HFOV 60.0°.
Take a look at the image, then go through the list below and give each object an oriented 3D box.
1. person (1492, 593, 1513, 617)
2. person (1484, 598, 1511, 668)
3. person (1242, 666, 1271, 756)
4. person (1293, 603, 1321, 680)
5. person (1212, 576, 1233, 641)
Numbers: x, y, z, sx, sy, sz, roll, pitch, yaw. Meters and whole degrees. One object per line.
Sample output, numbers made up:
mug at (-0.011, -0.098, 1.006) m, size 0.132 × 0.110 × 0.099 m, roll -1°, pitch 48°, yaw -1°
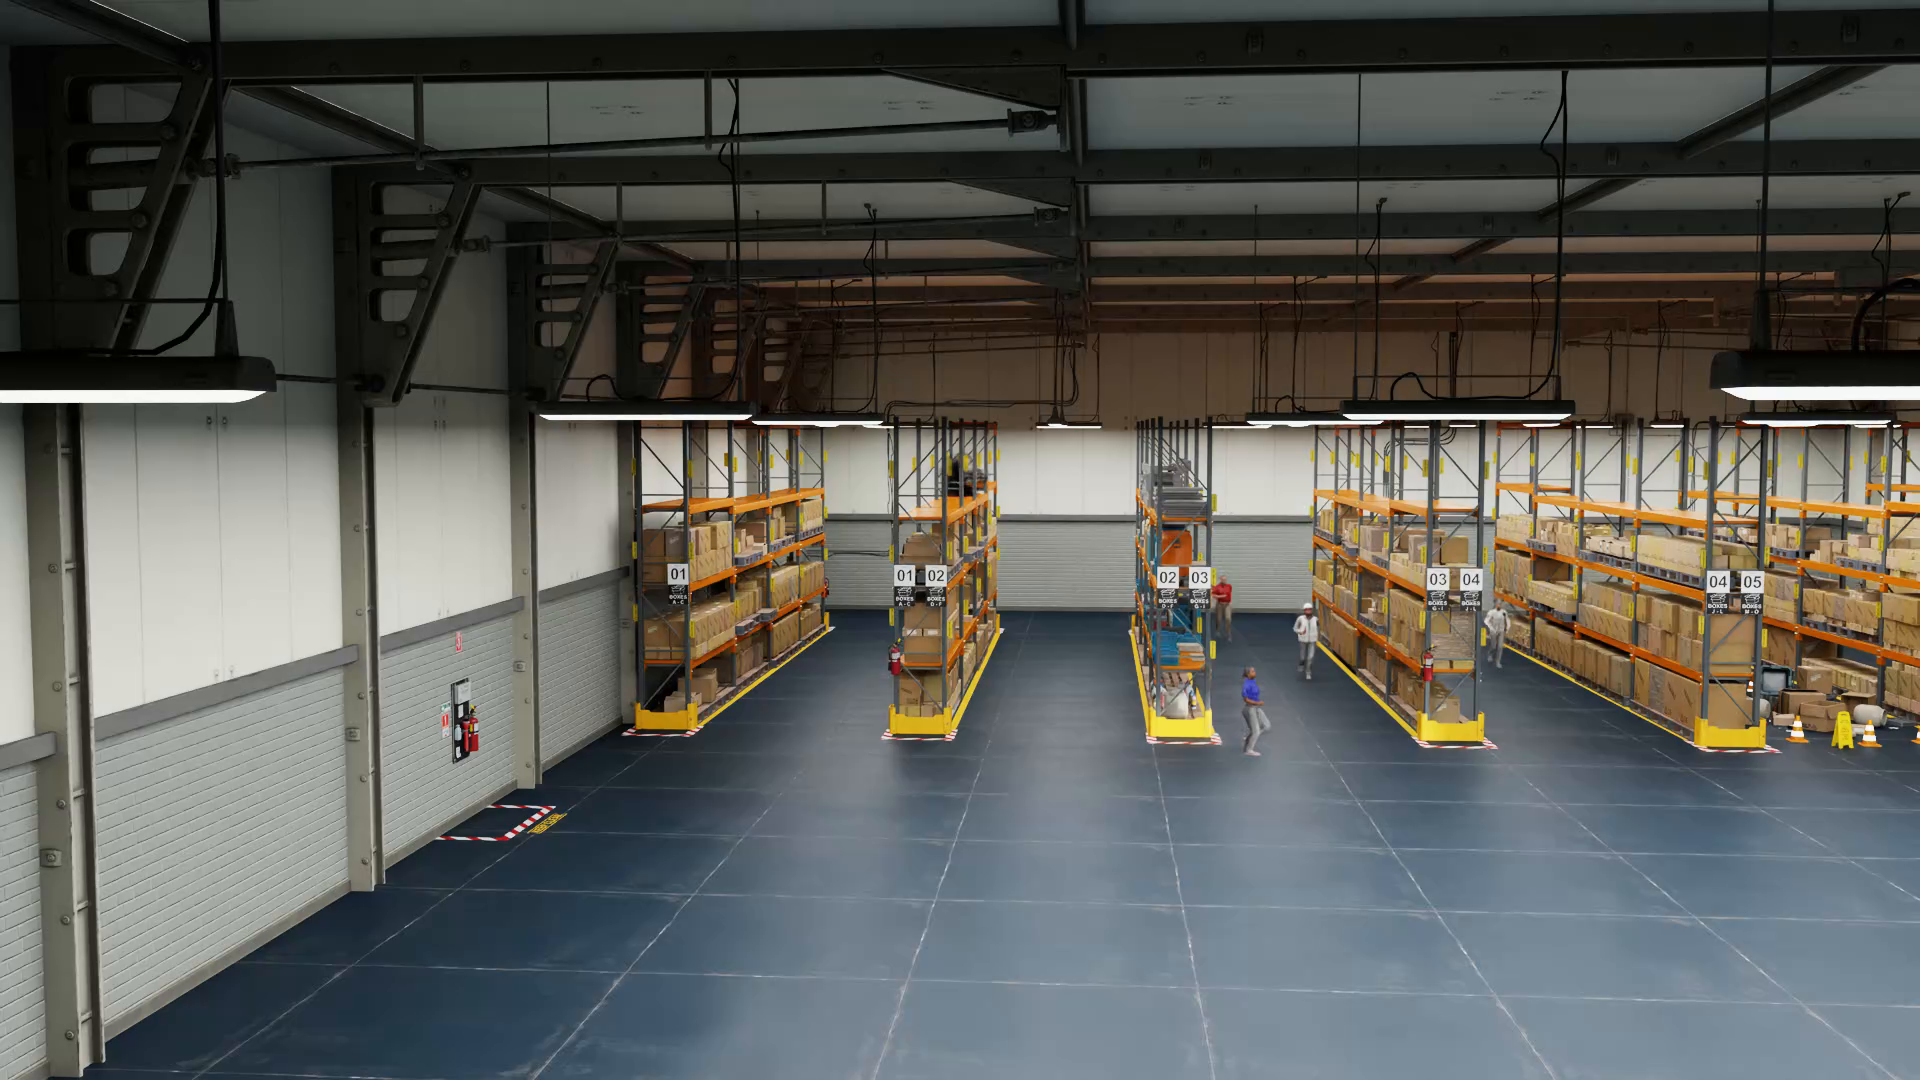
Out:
person at (15.601, 1.753, 47.616) m, size 0.939 × 1.700 × 0.616 m, roll -1°, pitch 4°, yaw -15°
person at (13.129, 2.246, 40.608) m, size 0.645 × 1.686 × 0.667 m, roll 0°, pitch 4°, yaw 3°
person at (5.177, 3.016, 29.350) m, size 0.532 × 1.595 × 0.595 m, roll 2°, pitch 4°, yaw 32°
person at (8.047, 2.330, 38.527) m, size 0.665 × 1.743 × 0.775 m, roll 0°, pitch 4°, yaw 1°
person at (7.223, 1.853, 45.793) m, size 0.651 × 1.758 × 0.916 m, roll 0°, pitch 4°, yaw -6°
